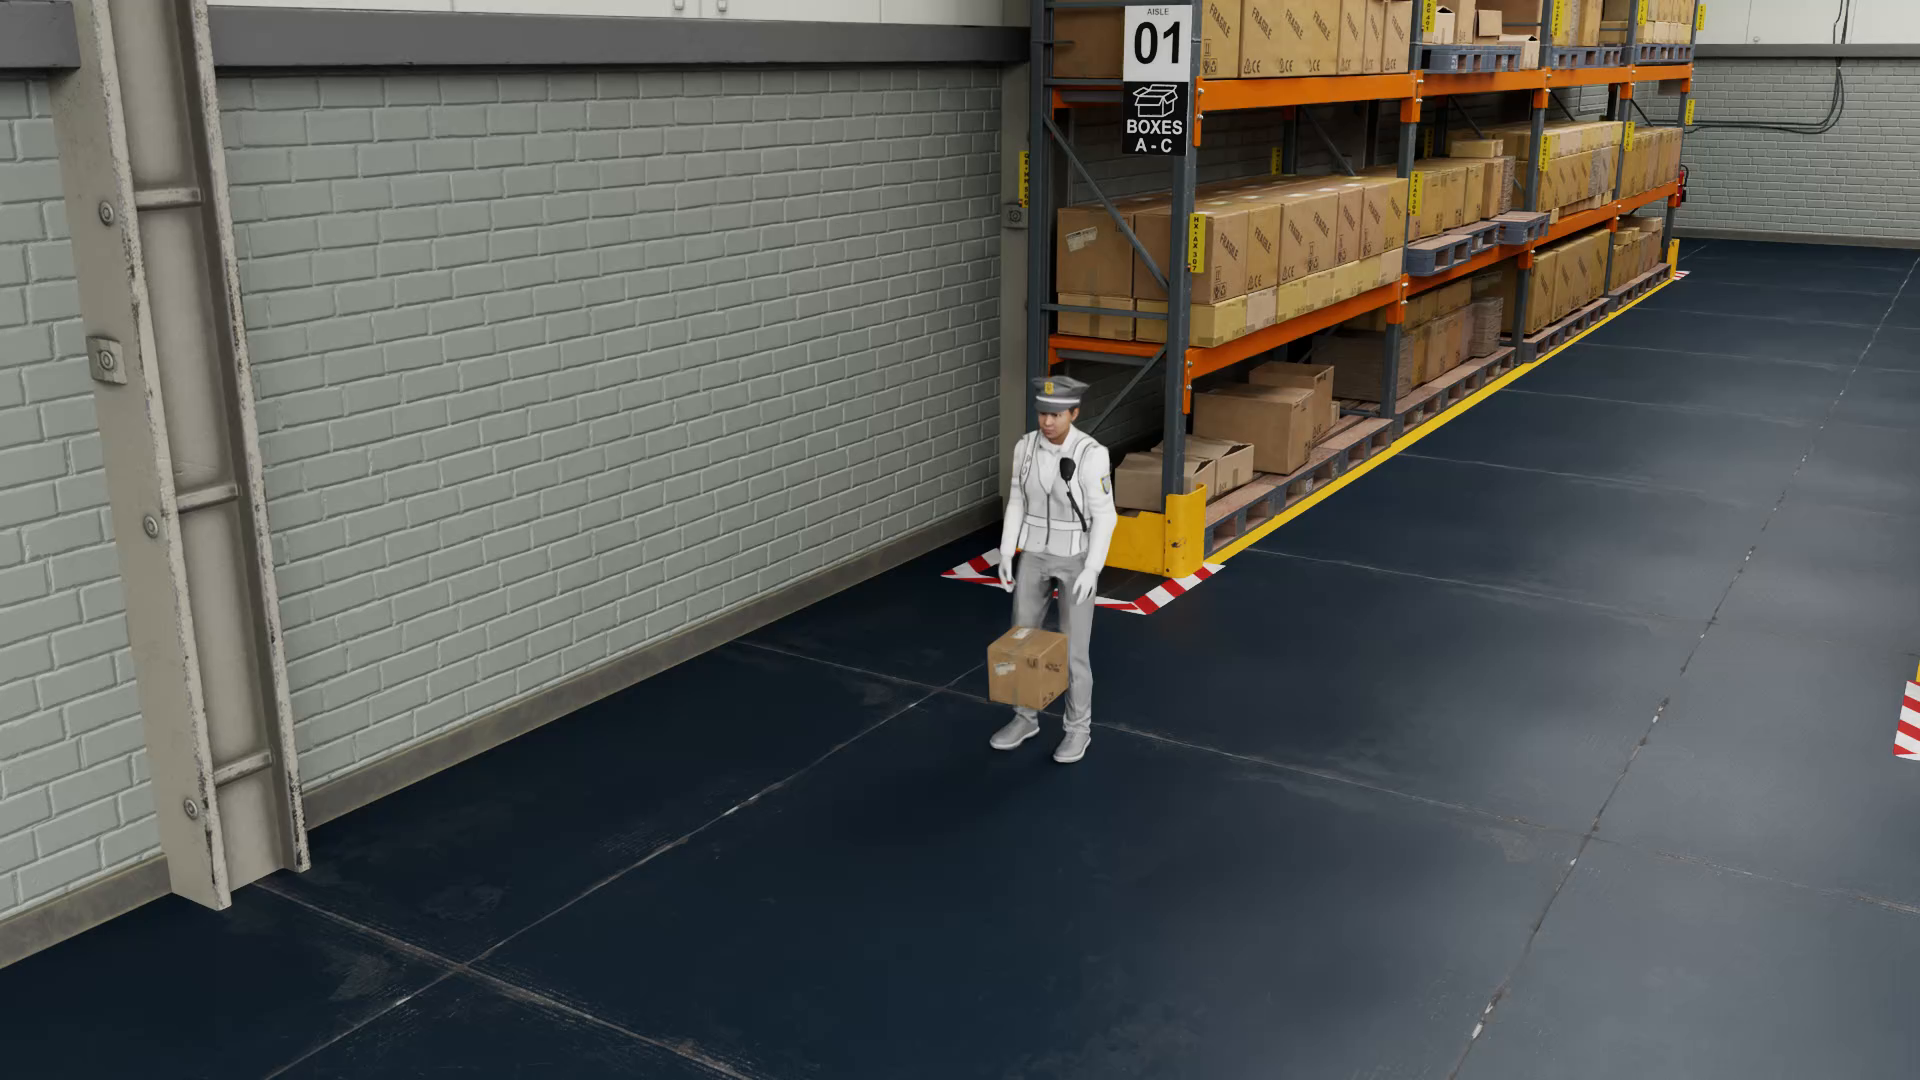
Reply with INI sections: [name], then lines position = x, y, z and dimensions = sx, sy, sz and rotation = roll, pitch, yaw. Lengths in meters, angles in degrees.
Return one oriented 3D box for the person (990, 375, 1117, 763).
[person]
position = 0.414, 0.110, 7.140
dimensions = 0.509, 1.671, 0.359
rotation = 9, 19, 29
